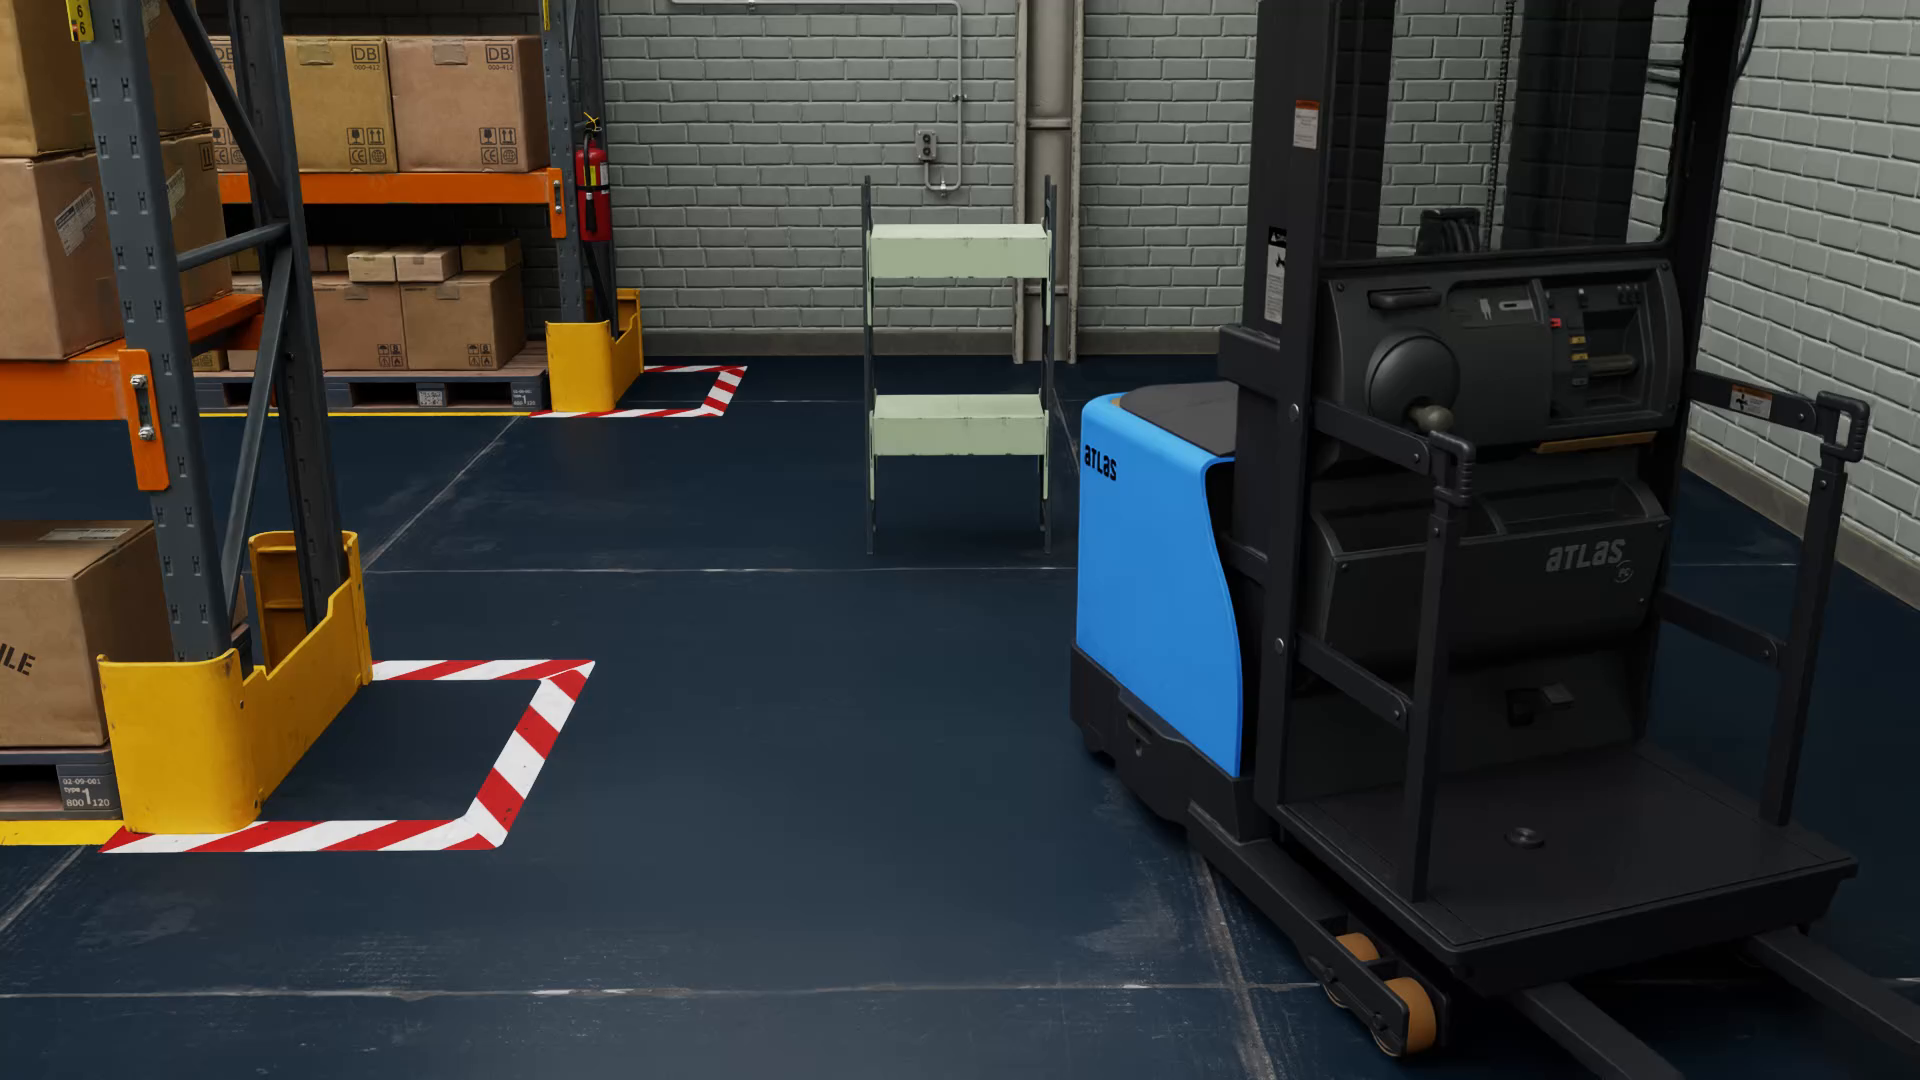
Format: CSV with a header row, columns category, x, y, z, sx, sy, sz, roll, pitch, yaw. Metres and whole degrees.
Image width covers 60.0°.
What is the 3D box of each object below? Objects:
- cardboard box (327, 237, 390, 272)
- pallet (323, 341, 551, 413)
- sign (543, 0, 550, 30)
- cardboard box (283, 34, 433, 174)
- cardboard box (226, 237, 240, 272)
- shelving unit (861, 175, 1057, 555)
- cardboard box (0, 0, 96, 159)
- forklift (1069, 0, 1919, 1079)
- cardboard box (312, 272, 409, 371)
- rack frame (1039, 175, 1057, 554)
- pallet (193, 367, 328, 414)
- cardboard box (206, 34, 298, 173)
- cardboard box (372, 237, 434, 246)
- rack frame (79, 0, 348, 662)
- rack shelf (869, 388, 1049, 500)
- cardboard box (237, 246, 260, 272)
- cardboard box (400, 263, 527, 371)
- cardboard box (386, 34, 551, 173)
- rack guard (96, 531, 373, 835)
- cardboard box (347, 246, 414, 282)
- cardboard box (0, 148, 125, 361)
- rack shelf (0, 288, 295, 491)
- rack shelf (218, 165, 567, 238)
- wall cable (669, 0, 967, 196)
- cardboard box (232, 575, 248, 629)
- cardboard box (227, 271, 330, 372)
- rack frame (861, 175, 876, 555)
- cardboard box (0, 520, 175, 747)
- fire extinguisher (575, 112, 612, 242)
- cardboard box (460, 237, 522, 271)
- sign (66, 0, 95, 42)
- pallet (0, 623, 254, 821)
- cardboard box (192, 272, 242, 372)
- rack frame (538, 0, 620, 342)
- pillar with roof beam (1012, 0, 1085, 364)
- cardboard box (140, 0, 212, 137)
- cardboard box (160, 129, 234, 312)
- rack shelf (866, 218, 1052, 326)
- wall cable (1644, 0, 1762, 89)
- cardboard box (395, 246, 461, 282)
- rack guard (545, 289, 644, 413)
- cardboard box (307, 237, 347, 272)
category,x,y,z,sx,sy,sz,roll,pitch,yaw
cardboard box,-3.479,-1.659,9.652,0.250,0.149,0.380,0,18,0
pallet,-2.944,-0.961,9.698,1.213,0.211,1.003,0,18,-1
sign,-2.151,-2.815,8.629,0.005,0.325,0.100,0,18,-1
cardboard box,-3.383,-2.447,9.274,0.700,0.700,0.980,0,18,-1
cardboard box,-4.243,-1.655,9.639,0.250,0.149,0.380,-1,18,-2
shelving unit,-0.007,-0.714,6.818,0.755,1.500,0.431,0,18,-1
cardboard box,-2.505,-1.241,4.206,0.500,0.500,0.500,0,18,-1
forklift,1.323,-0.426,3.578,1.130,2.935,3.031,-6,19,-19
cardboard box,-3.345,-1.290,9.563,0.500,0.500,0.700,0,18,-1
rack frame,0.359,-0.716,6.824,0.023,1.500,0.400,0,18,-1
pallet,-4.161,-0.956,9.682,1.213,0.211,1.003,0,18,-1
cardboard box,-4.146,-2.446,9.271,0.700,0.700,0.980,-1,18,-4
cardboard box,-3.229,-1.660,9.655,0.250,0.149,0.380,0,18,-1
rack frame,-2.064,-0.804,4.642,0.127,3.000,1.000,0,18,-1
rack shelf,-0.007,-0.404,6.918,0.720,0.370,0.431,0,18,-1
cardboard box,-3.990,-1.656,9.643,0.250,0.149,0.380,0,18,0
cardboard box,-2.844,-1.292,9.570,0.500,0.500,0.700,0,18,-1
cardboard box,-2.656,-2.454,9.295,0.700,0.700,0.980,1,18,2
rack guard,-2.140,0.387,5.023,0.348,0.500,1.175,0,18,-1
cardboard box,-3.226,-1.543,9.291,0.250,0.149,0.380,0,18,1
cardboard box,-2.508,-0.766,4.361,0.500,0.500,0.500,0,18,1
rack shelf,-4.064,-0.451,4.722,4.000,0.370,1.077,0,18,-1
rack shelf,-4.146,-1.964,9.438,4.000,0.370,1.077,0,18,-1
wall cable,-0.881,-3.095,10.123,1.851,1.984,0.084,0,18,-1
cardboard box,-2.488,0.241,5.331,0.250,0.149,0.380,0,18,-1
cardboard box,-3.848,-1.287,9.555,0.500,0.500,0.700,-1,18,-3
rack frame,-0.373,-0.712,6.813,0.023,1.500,0.400,0,18,-1
cardboard box,-2.604,0.255,4.714,0.500,0.500,0.500,0,18,-1
fire extinguisher,-1.988,-1.962,8.990,0.183,0.674,0.296,0,18,-1
cardboard box,-2.723,-1.663,9.664,0.250,0.149,0.380,0,18,0
sign,-2.075,-1.336,3.888,0.005,0.325,0.100,0,18,-1
pallet,-2.937,0.529,5.054,1.213,0.211,1.003,0,18,-1
cardboard box,-4.381,-1.282,9.540,0.500,0.500,0.700,0,18,0
rack frame,-2.146,-2.317,9.358,0.127,3.000,1.000,0,18,-1
pillar with roof beam,0.608,-4.136,5.207,0.400,9.000,9.100,0,18,-1
cardboard box,-2.512,-1.406,4.718,0.500,0.500,0.500,0,18,1
cardboard box,-2.512,-0.930,4.871,0.500,0.500,0.500,0,18,0
rack shelf,-0.007,-1.086,6.699,0.720,0.370,0.431,0,18,-1
wall cable,3.515,-3.613,8.661,0.112,2.526,3.097,0,18,-1
cardboard box,-2.970,-1.545,9.296,0.250,0.149,0.380,0,18,-2
rack guard,-2.122,-1.126,9.741,0.348,0.500,1.175,0,18,-1
cardboard box,-3.734,-1.658,9.647,0.250,0.149,0.380,0,18,0
